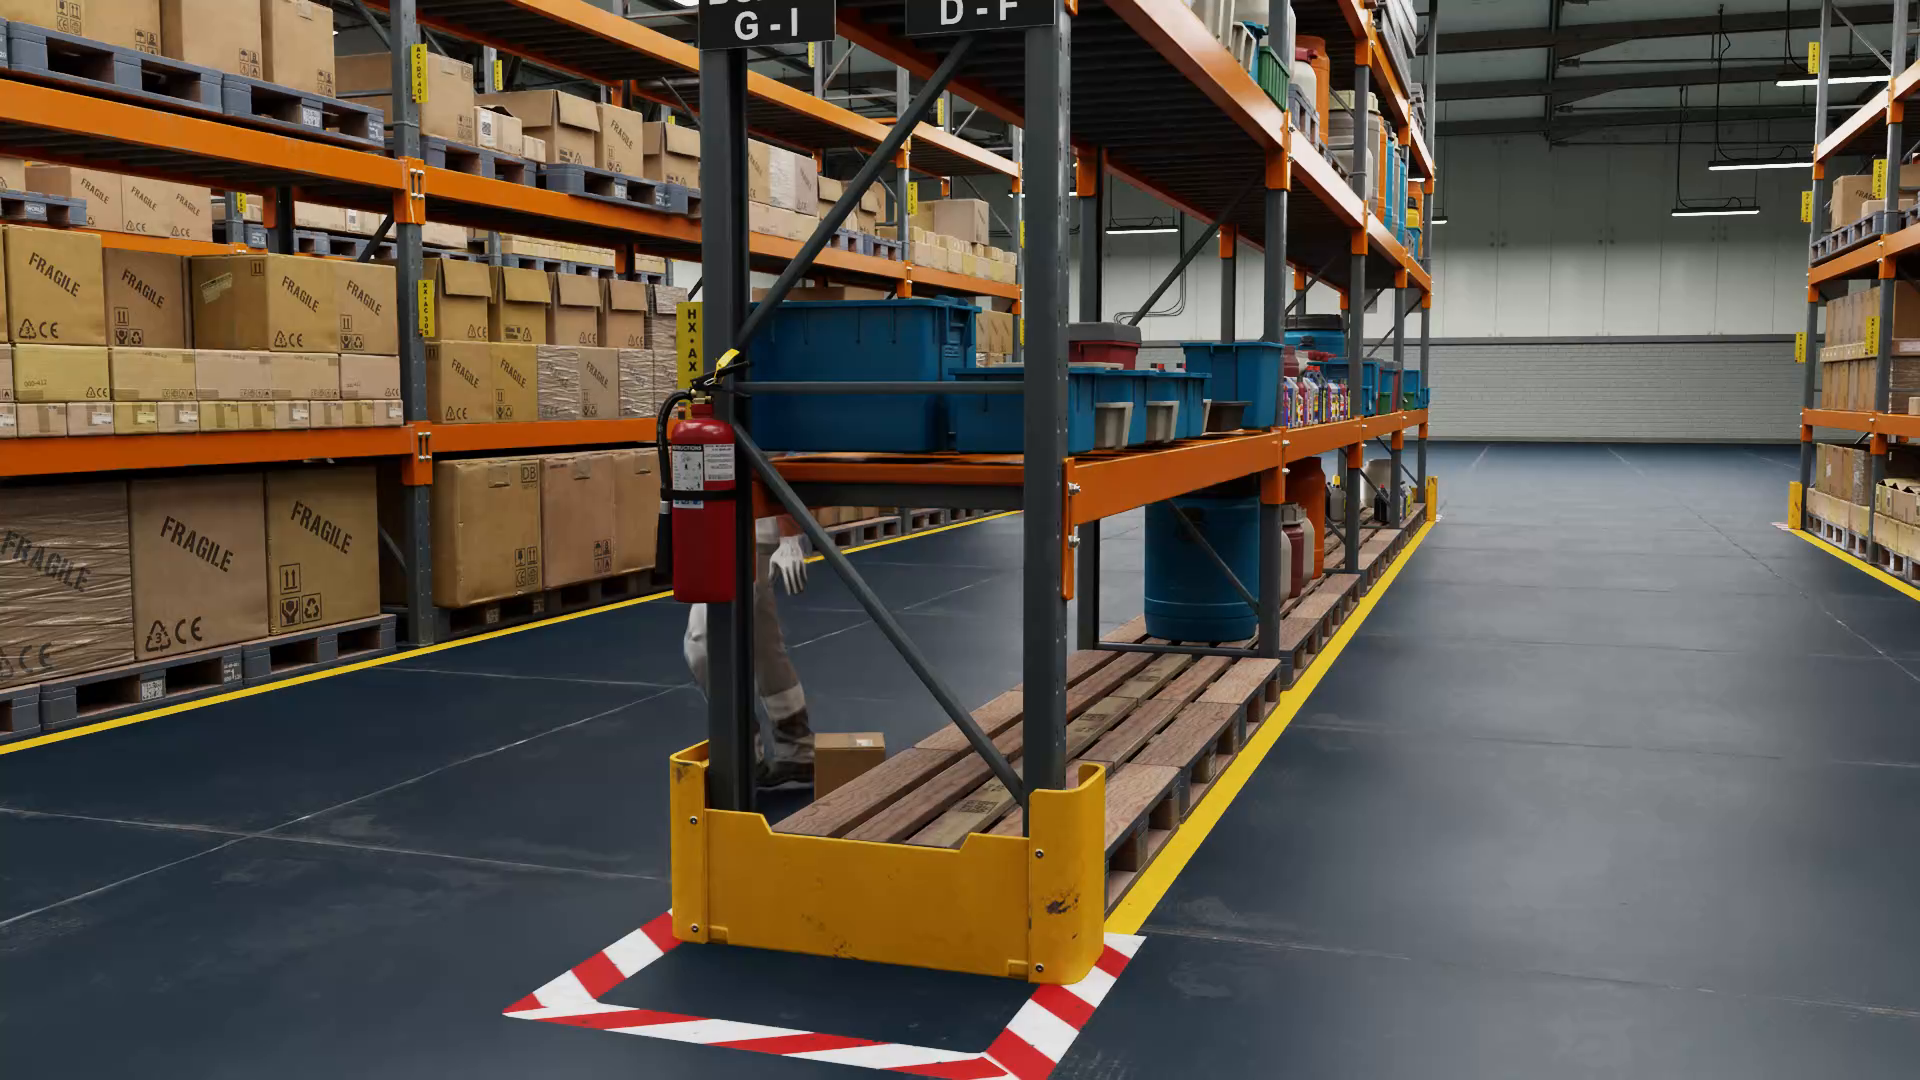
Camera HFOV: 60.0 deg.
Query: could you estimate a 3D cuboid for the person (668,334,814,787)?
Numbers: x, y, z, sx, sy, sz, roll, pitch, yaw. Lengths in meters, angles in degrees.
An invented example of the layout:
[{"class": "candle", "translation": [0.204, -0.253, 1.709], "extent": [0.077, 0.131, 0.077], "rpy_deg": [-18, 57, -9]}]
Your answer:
[{"class": "person", "translation": [-0.791, 0.052, 6.119], "extent": [0.544, 1.783, 0.578], "rpy_deg": [-2, 6, -24]}]
